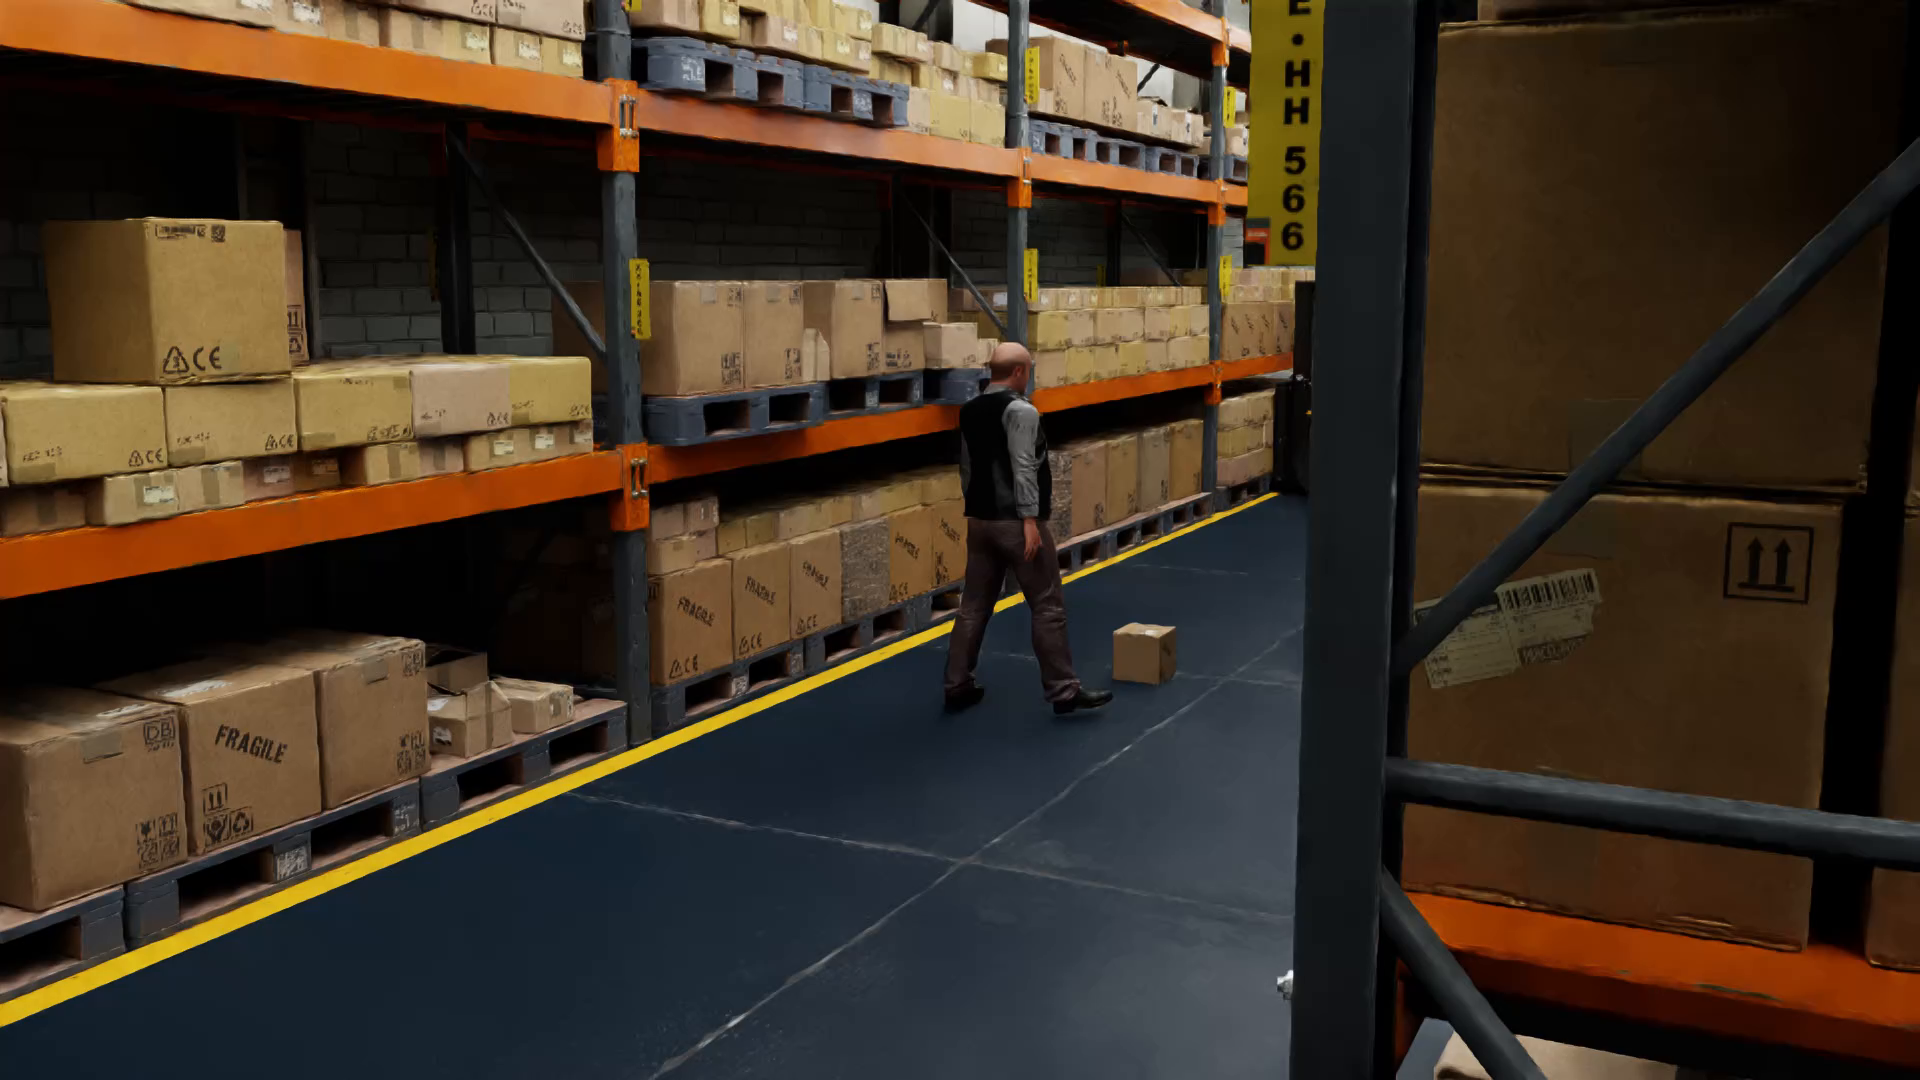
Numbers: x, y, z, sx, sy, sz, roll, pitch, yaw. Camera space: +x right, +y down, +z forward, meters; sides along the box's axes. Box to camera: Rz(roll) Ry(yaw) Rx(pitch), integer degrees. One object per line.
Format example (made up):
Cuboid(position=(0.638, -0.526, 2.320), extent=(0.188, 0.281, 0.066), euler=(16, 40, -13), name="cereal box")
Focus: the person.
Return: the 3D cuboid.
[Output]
Cuboid(position=(0.282, -0.061, 7.728), extent=(0.618, 1.706, 0.714), euler=(-6, 11, -33), name="person")
